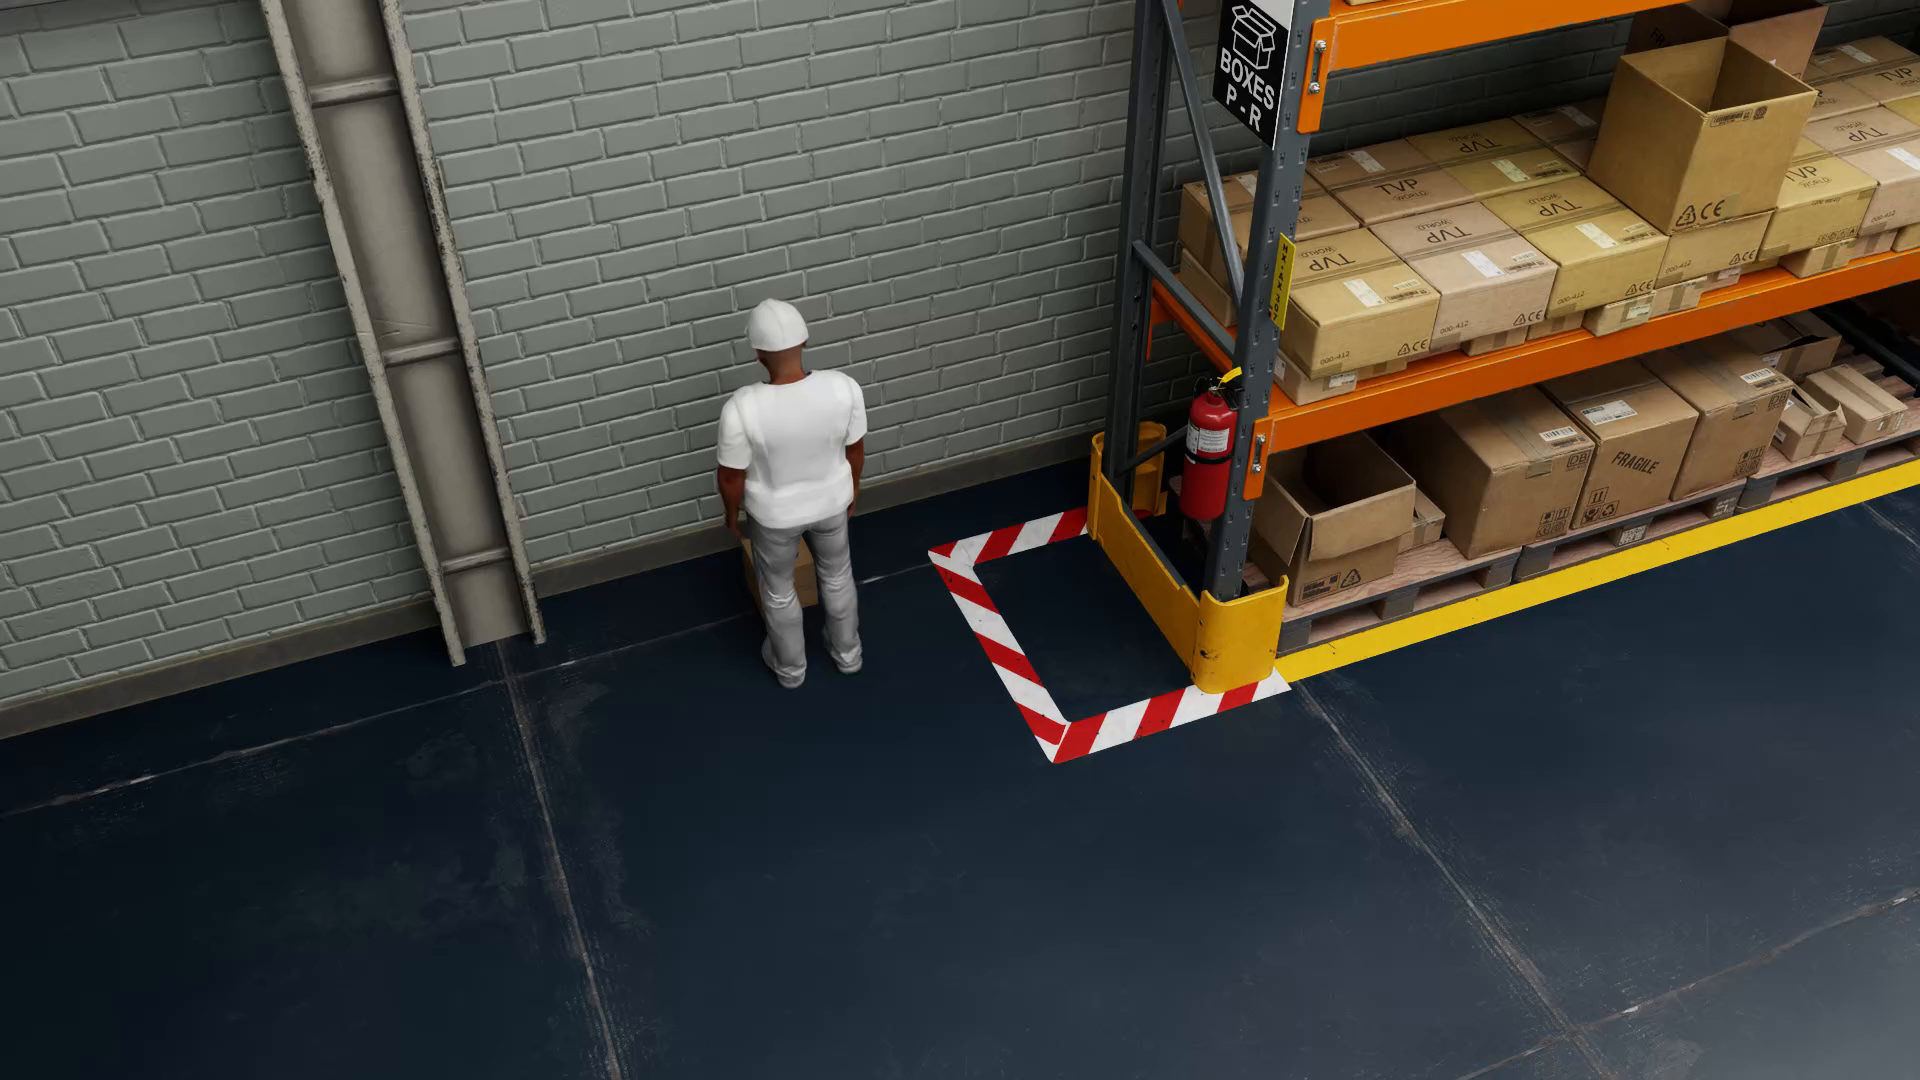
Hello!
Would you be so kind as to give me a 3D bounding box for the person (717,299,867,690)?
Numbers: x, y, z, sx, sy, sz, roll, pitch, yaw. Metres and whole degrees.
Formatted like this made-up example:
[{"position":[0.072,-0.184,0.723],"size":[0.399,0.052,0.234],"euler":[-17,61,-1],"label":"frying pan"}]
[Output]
[{"position":[-0.628,-0.148,6.314],"size":[0.566,1.766,0.362],"euler":[-14,44,-16],"label":"person"}]
